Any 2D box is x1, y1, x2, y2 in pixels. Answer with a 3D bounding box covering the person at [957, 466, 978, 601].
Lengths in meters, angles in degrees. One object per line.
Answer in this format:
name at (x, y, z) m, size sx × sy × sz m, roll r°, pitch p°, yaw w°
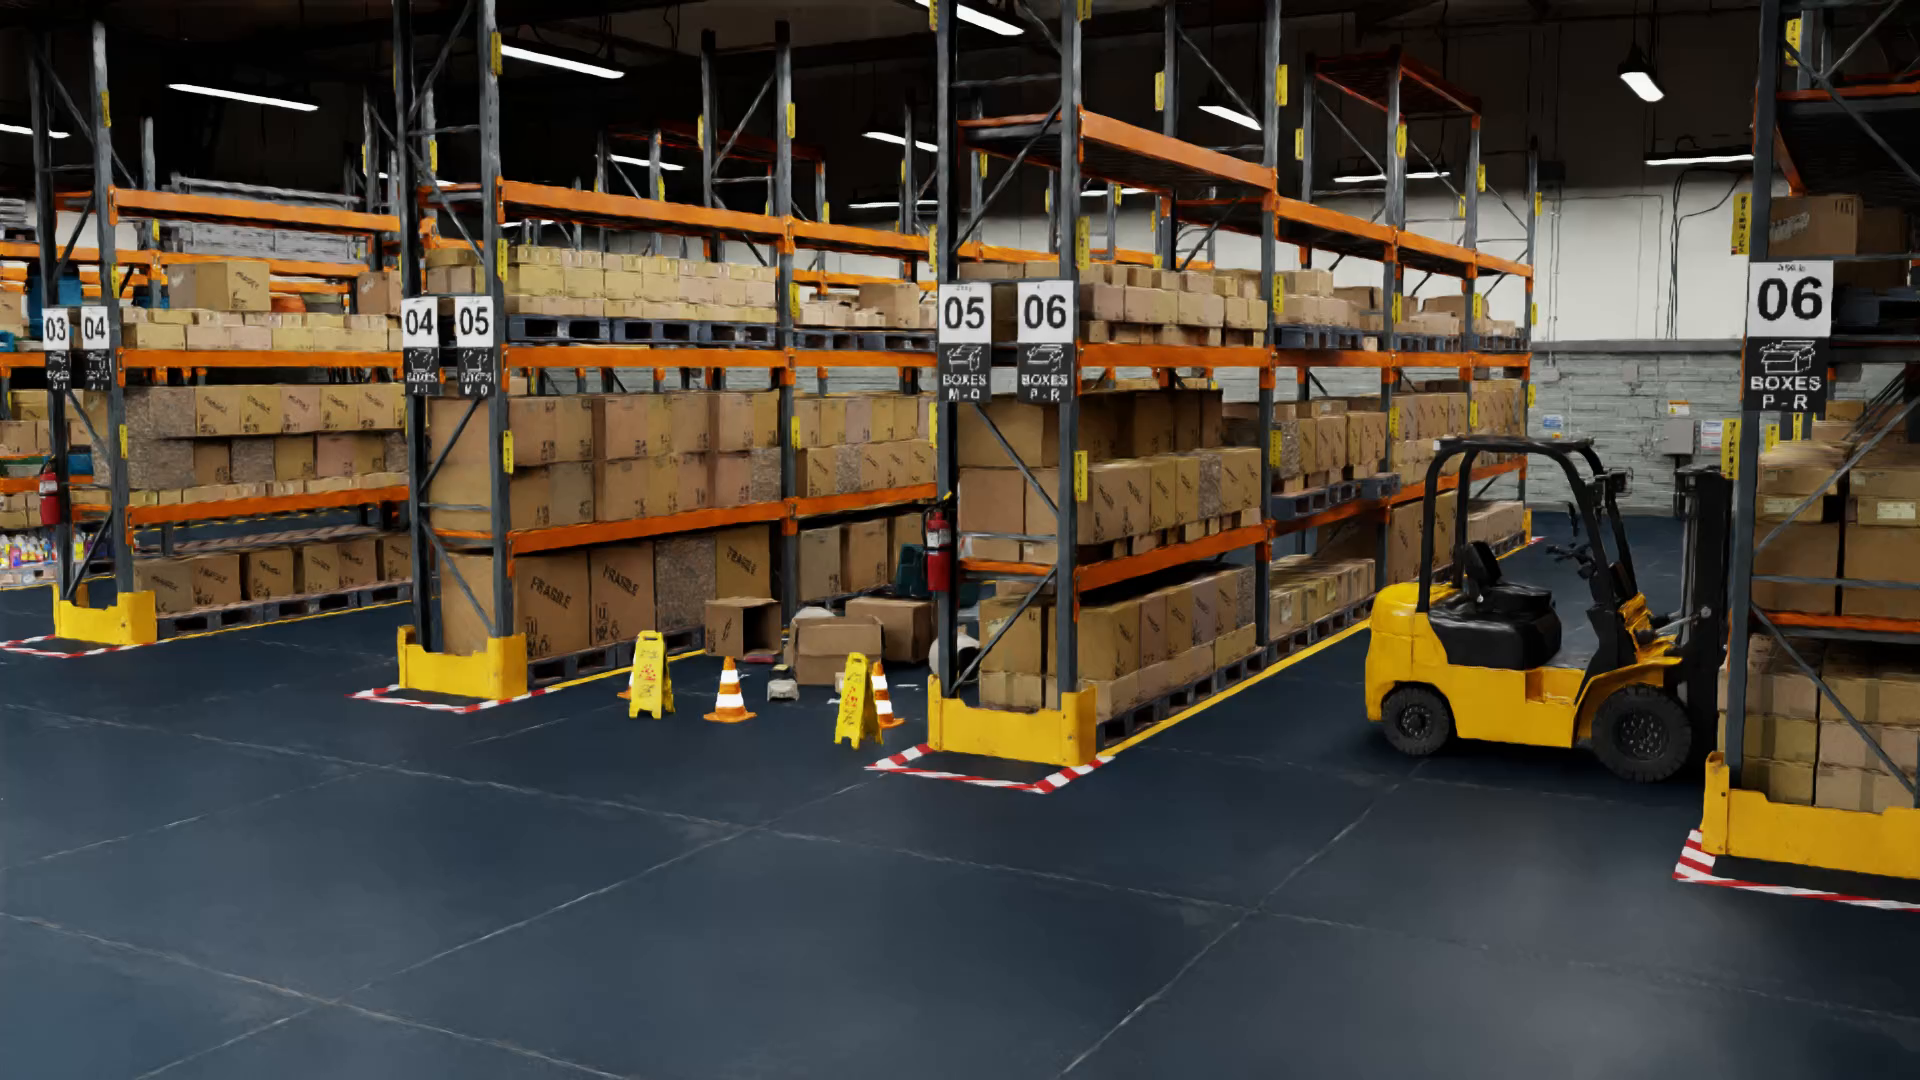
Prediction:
person at (0.081, -0.047, 17.830) m, size 0.486 × 1.633 × 0.640 m, roll 0°, pitch 6°, yaw 3°
